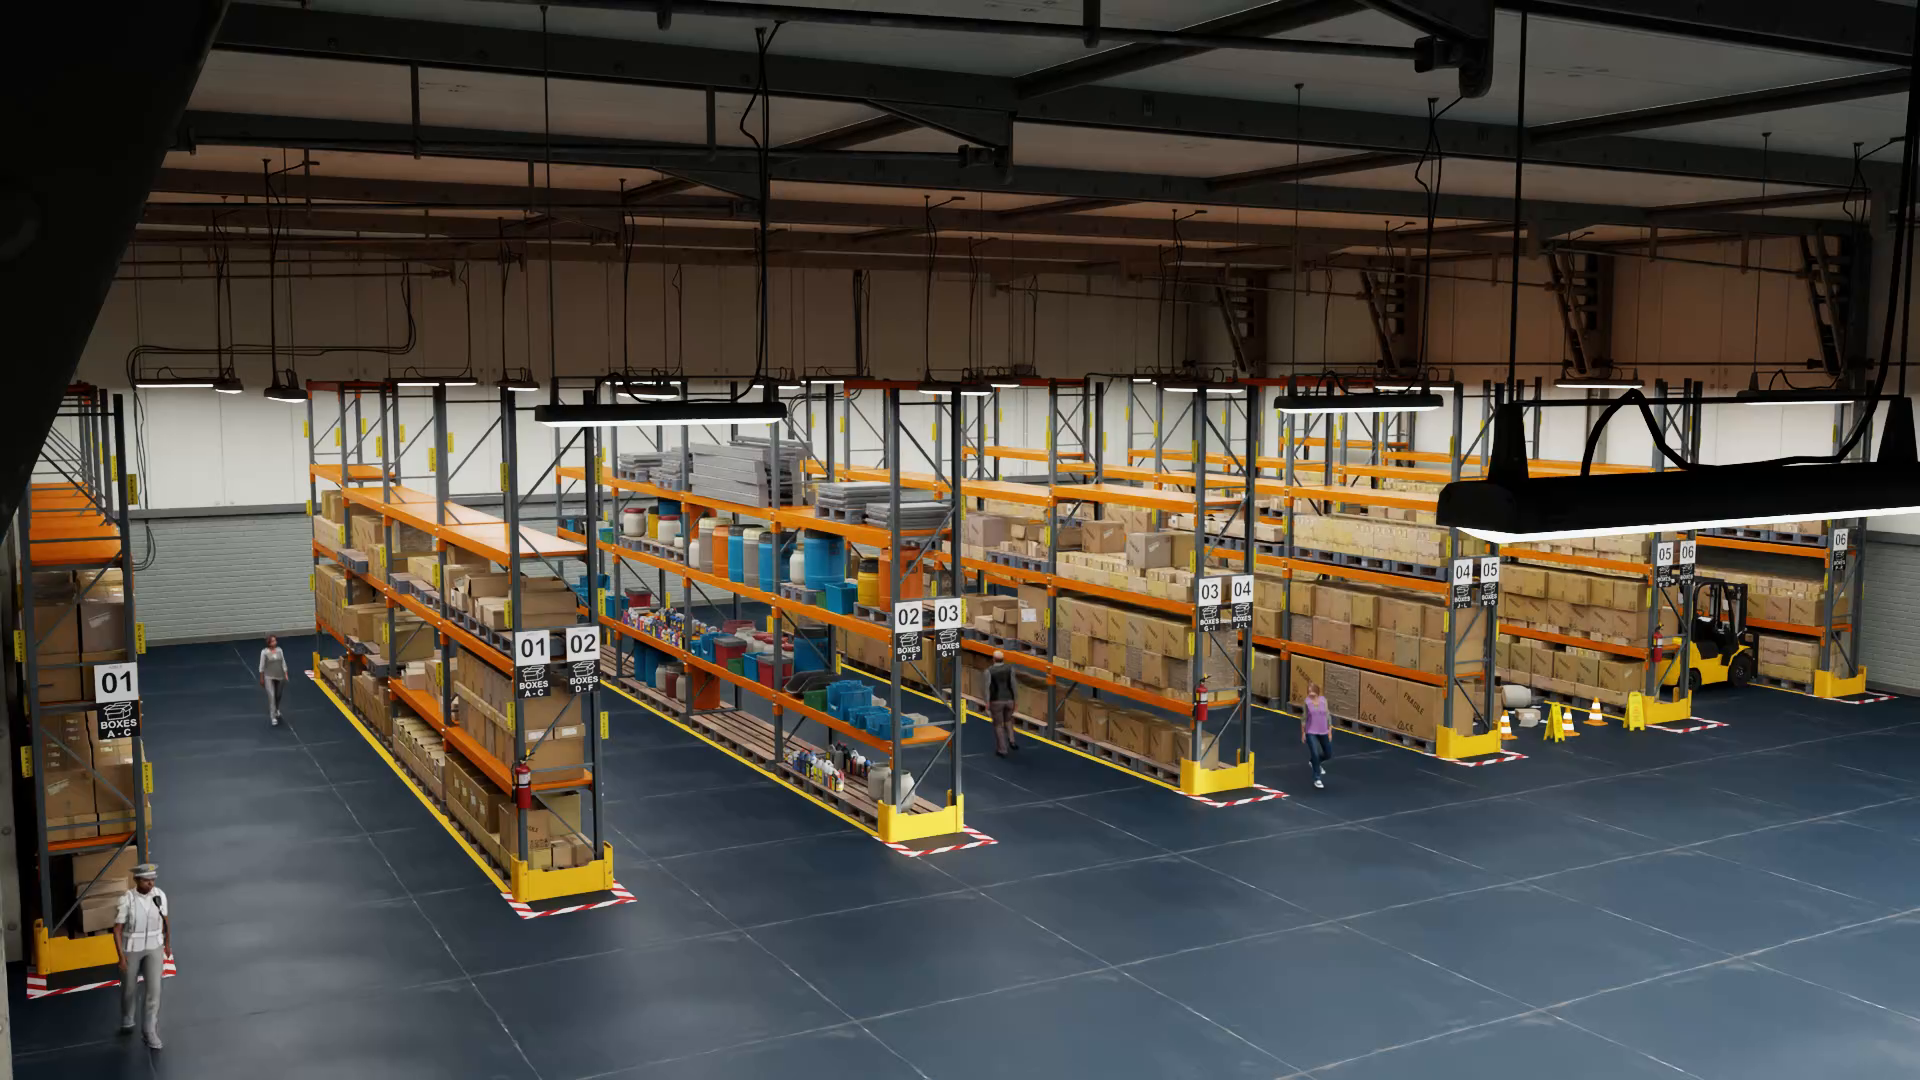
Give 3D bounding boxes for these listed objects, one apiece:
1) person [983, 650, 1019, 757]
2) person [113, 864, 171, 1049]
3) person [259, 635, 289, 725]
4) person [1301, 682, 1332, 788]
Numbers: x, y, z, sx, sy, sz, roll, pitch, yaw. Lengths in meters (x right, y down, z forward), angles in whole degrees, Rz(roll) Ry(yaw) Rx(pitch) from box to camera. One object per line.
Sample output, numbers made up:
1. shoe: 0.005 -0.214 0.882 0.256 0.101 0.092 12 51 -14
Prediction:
1. person: 0.661 2.625 26.797 0.578 1.711 0.478 -2 6 -21
2. person: -7.680 3.862 15.654 0.543 1.658 0.805 -6 9 -44
3. person: -12.083 2.436 29.288 0.459 1.524 0.972 -4 7 -30
4. person: 5.359 2.897 24.987 0.450 1.553 0.692 -1 6 -5
